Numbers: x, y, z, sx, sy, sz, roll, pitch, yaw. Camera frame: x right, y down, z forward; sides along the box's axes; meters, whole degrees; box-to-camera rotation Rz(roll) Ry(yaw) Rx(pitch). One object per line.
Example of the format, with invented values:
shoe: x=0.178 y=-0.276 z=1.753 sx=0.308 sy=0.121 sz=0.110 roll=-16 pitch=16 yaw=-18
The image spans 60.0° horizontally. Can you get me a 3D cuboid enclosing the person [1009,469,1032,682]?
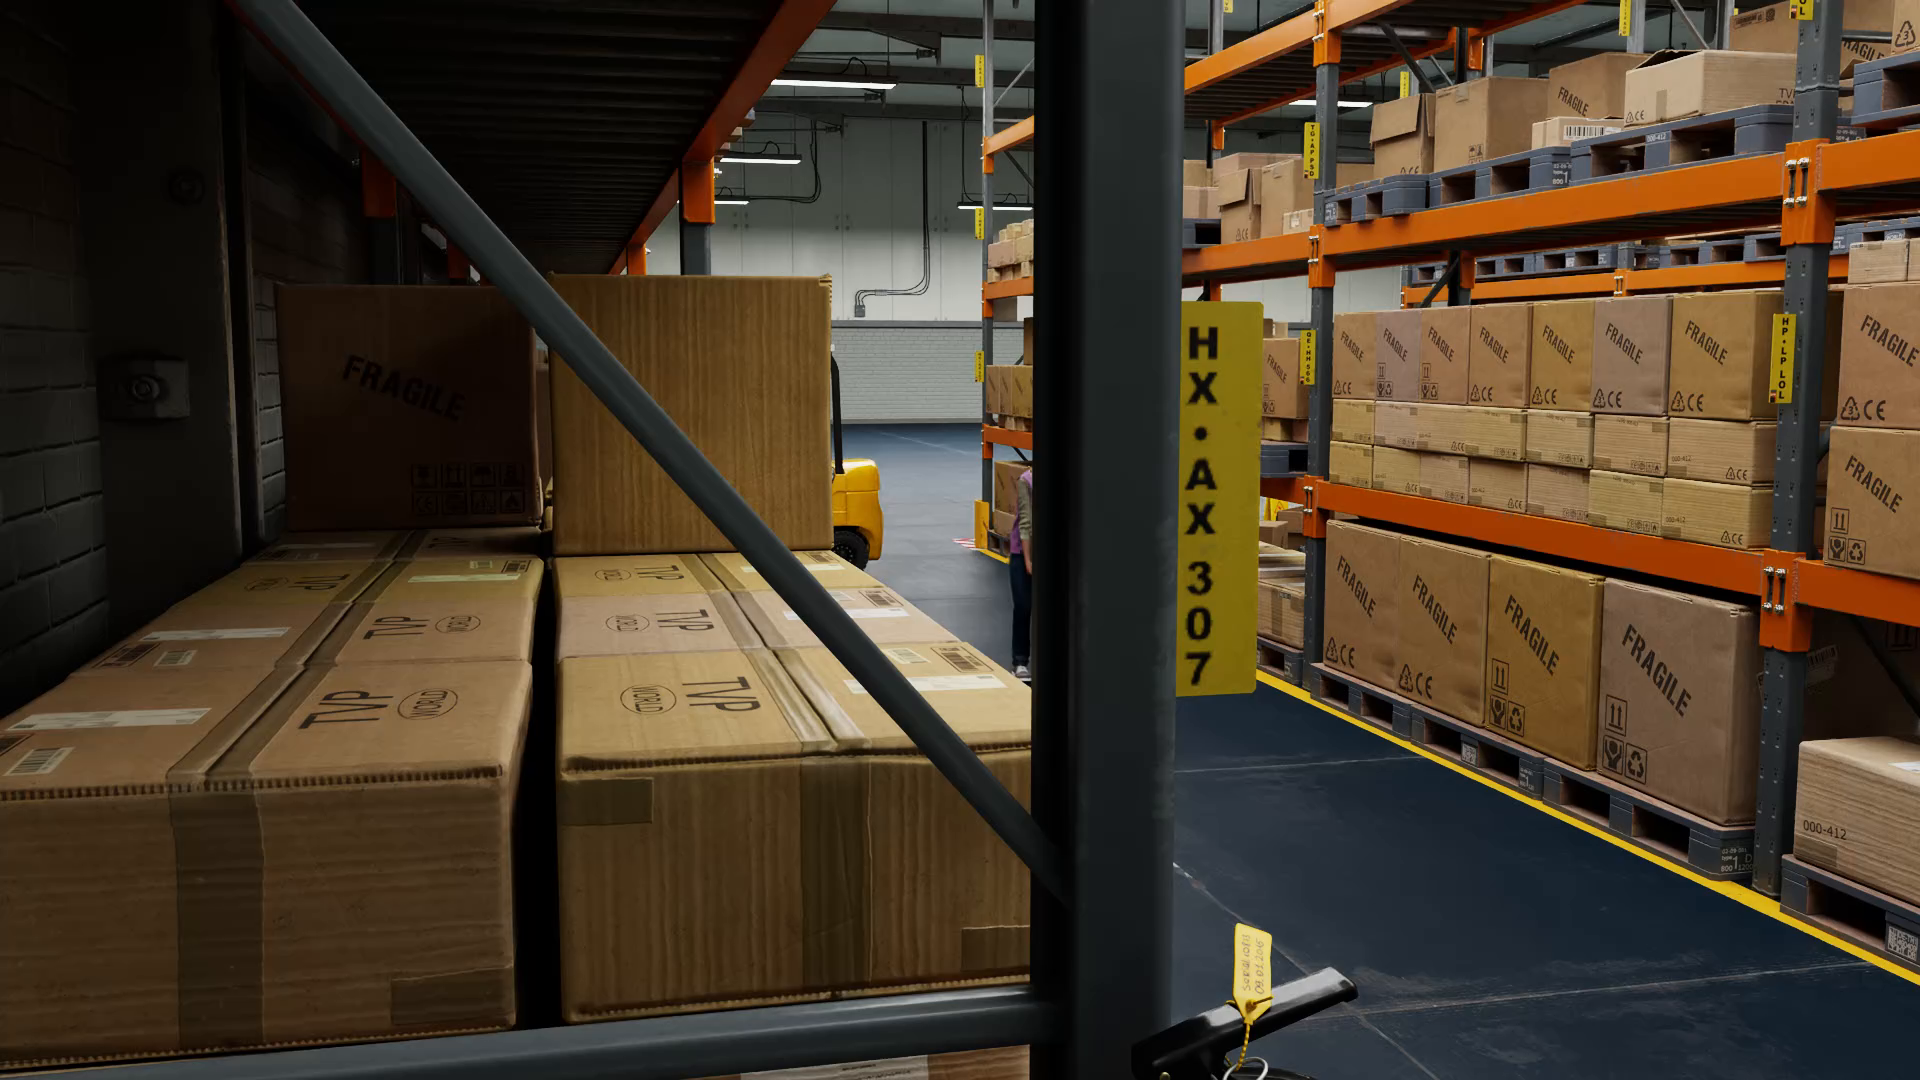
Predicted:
person: x=0.518 y=0.124 z=10.461 sx=0.372 sy=1.560 sz=0.532 roll=-2 pitch=7 yaw=-15
